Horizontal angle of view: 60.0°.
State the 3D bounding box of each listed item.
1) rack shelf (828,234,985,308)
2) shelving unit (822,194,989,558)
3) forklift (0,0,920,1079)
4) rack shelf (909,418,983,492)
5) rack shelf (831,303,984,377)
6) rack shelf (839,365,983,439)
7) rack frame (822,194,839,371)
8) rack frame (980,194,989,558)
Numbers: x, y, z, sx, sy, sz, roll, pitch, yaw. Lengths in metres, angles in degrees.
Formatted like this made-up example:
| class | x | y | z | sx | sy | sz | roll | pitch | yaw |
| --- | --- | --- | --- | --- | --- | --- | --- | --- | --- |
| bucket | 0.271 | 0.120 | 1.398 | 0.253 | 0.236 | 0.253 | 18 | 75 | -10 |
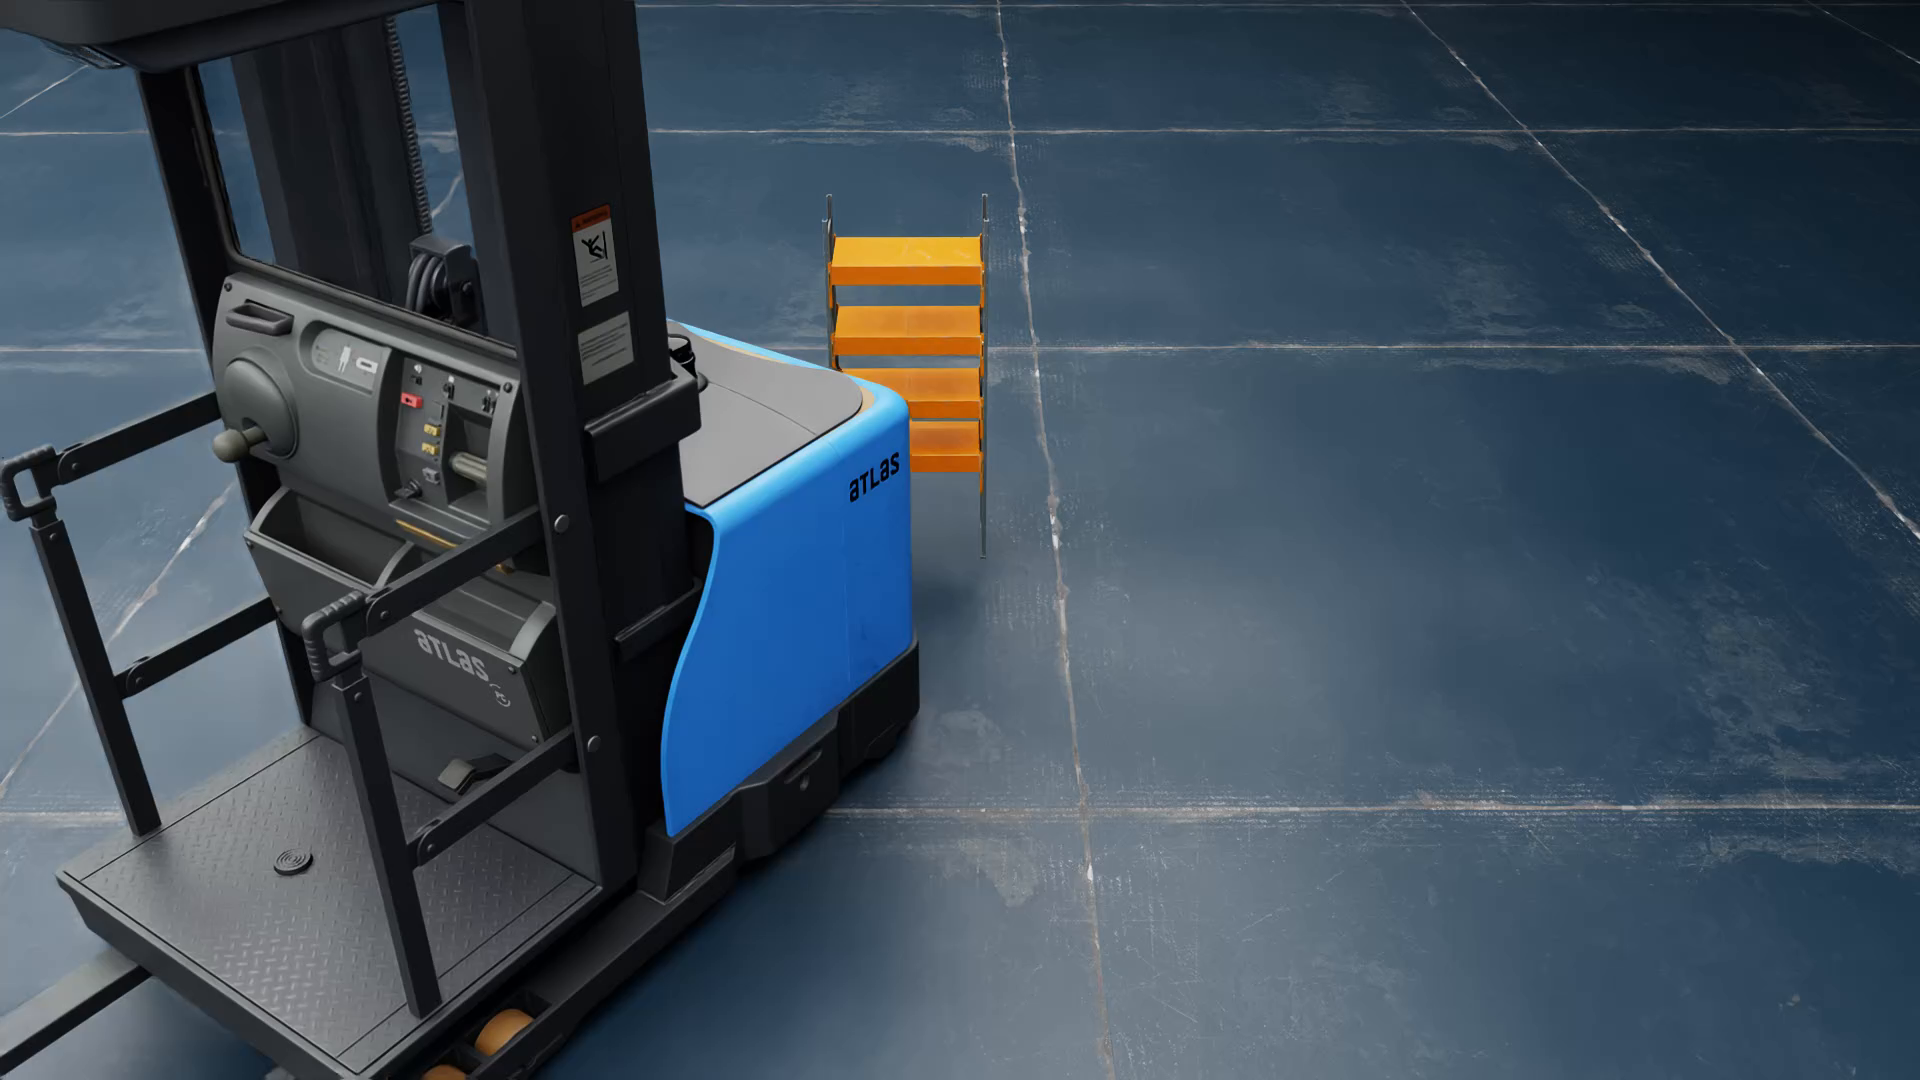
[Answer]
| class | x | y | z | sx | sy | sz | roll | pitch | yaw |
| --- | --- | --- | --- | --- | --- | --- | --- | --- | --- |
| rack shelf | -0.166 | -0.848 | 5.234 | 0.480 | 0.148 | 0.258 | 0 | 31 | 0 |
| shelving unit | -0.166 | -0.512 | 5.438 | 0.503 | 1.200 | 0.258 | 0 | 31 | 0 |
| forklift | -1.366 | -0.231 | 3.306 | 1.130 | 2.935 | 3.031 | 20 | 36 | 29 |
| rack shelf | -0.166 | -0.285 | 5.576 | 0.480 | 0.148 | 0.258 | 0 | 31 | 0 |
| rack shelf | -0.166 | -0.646 | 5.357 | 0.480 | 0.148 | 0.258 | 0 | 31 | 0 |
| rack shelf | -0.166 | -0.455 | 5.473 | 0.480 | 0.148 | 0.258 | 0 | 31 | 0 |
| rack frame | -0.410 | -0.512 | 5.437 | 0.015 | 1.200 | 0.240 | 0 | 31 | 0 |
| rack frame | 0.078 | -0.513 | 5.439 | 0.015 | 1.200 | 0.240 | 0 | 31 | 0 |
